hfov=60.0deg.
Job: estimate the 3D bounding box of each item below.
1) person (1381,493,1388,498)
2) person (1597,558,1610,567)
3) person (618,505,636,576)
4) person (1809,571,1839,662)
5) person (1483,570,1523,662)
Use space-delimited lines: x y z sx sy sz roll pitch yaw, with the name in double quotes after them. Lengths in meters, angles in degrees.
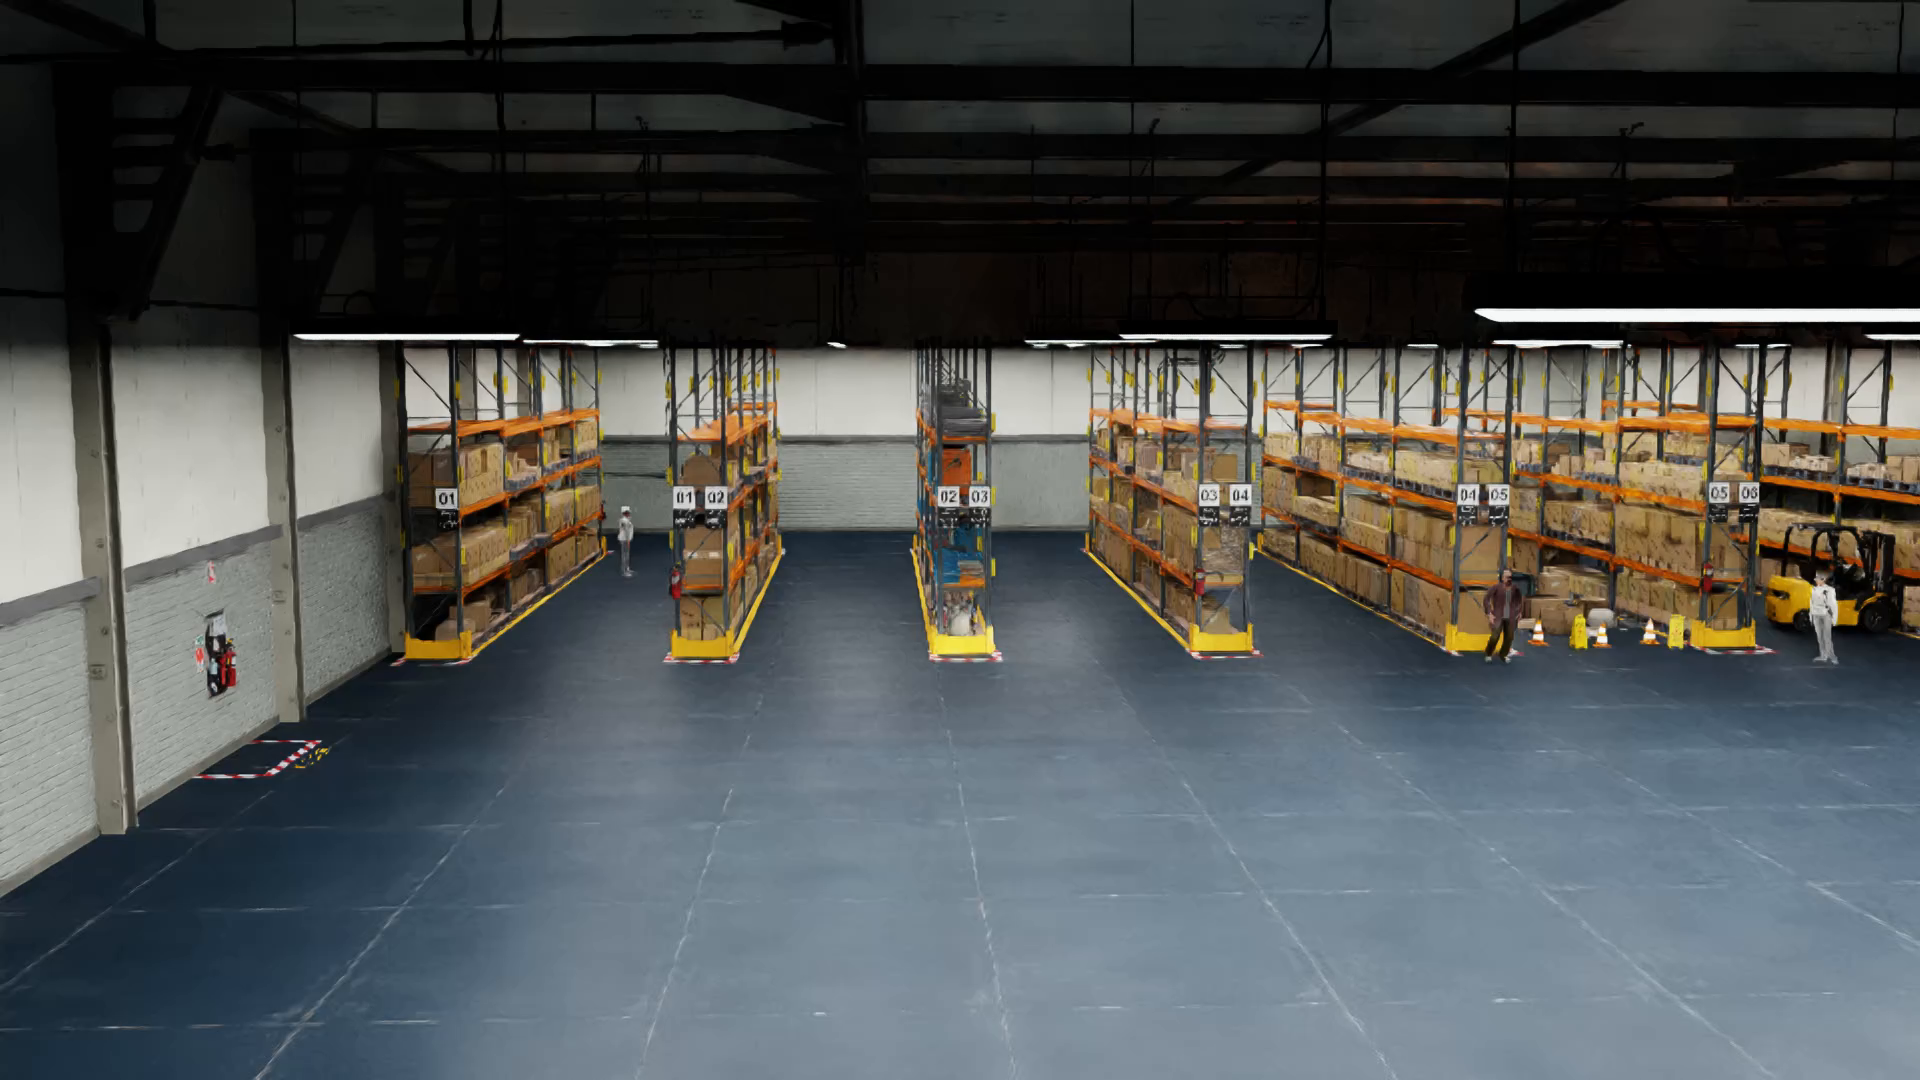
11.724 -0.417 46.135 0.551 1.784 0.638 2 7 15 "person"
17.143 -0.053 43.936 0.593 1.603 0.509 -1 7 -5 "person"
-8.489 0.005 42.456 0.463 1.782 0.598 -3 7 -22 "person"
15.935 1.406 30.665 0.396 1.670 0.576 -4 8 -31 "person"
9.967 1.399 30.576 0.729 1.733 0.546 0 7 -4 "person"
